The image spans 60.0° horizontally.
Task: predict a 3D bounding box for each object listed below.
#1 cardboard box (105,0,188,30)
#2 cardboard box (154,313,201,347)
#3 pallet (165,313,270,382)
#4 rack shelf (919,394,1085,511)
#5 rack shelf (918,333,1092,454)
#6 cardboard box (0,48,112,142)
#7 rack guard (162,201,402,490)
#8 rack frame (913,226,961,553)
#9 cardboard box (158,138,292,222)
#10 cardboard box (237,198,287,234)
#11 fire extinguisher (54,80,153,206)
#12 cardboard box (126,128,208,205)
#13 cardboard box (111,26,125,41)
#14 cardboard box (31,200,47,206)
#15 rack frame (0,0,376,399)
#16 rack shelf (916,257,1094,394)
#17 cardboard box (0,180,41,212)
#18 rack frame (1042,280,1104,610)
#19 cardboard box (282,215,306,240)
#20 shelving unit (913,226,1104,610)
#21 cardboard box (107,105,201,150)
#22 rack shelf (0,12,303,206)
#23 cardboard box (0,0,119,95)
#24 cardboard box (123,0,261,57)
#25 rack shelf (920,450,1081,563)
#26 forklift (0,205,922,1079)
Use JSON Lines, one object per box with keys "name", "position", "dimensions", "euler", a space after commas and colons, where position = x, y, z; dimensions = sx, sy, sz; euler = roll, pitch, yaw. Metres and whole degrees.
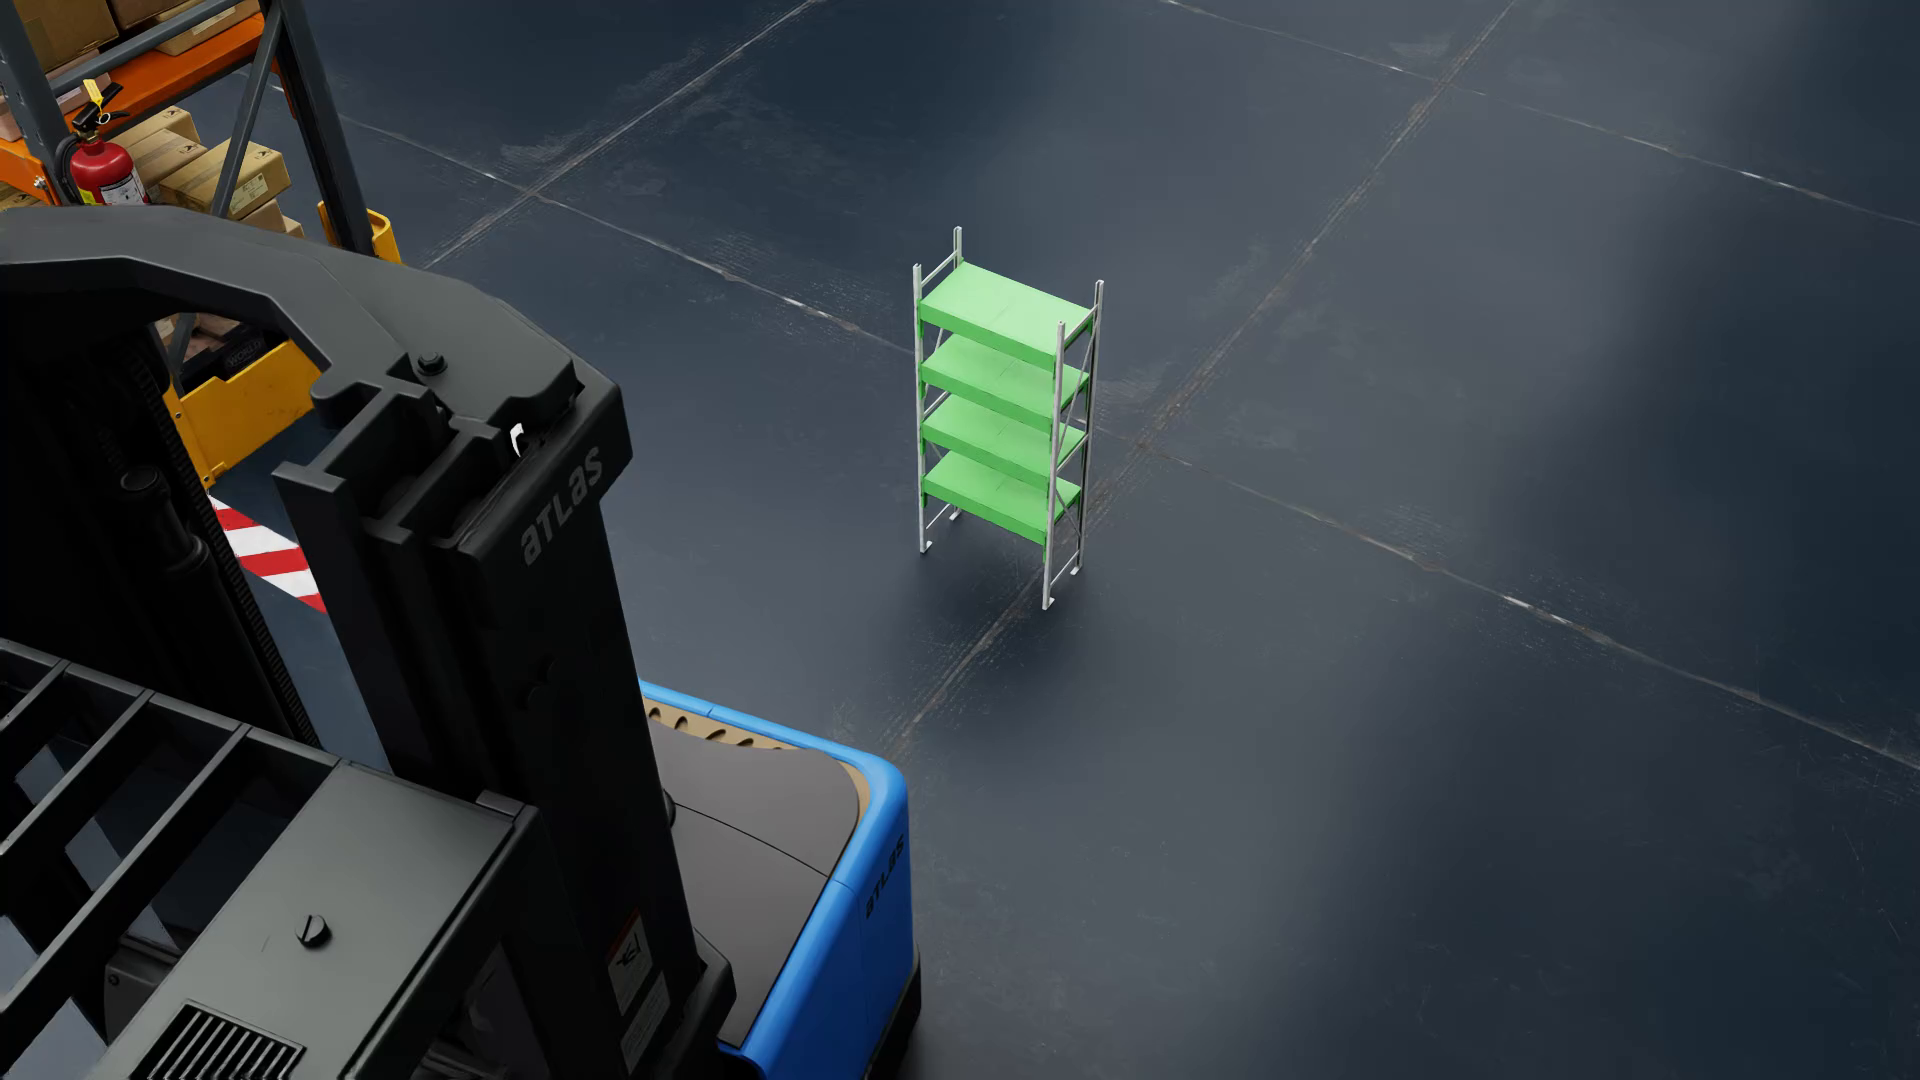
{"name": "cardboard box", "position": [-2.724, -2.045, 5.368], "dimensions": [0.500, 0.500, 0.500], "euler": [27, 52, 24]}
{"name": "cardboard box", "position": [-3.051, -0.797, 6.128], "dimensions": [0.250, 0.149, 0.380], "euler": [26, 51, 23]}
{"name": "pallet", "position": [-3.224, -0.959, 6.535], "dimensions": [1.213, 0.211, 1.003], "euler": [25, 51, 22]}
{"name": "rack shelf", "position": [0.139, -0.310, 5.303], "dimensions": [0.480, 0.148, 0.258], "euler": [25, 51, 22]}
{"name": "rack shelf", "position": [0.139, -0.477, 5.131], "dimensions": [0.480, 0.148, 0.258], "euler": [25, 51, 22]}
{"name": "cardboard box", "position": [-2.922, -1.434, 5.227], "dimensions": [0.250, 0.149, 0.380], "euler": [25, 51, 22]}
{"name": "rack guard", "position": [-2.559, -0.724, 6.105], "dimensions": [0.348, 0.500, 1.175], "euler": [25, 51, 22]}
{"name": "rack frame", "position": [-0.066, -0.449, 5.349], "dimensions": [0.015, 1.200, 0.240], "euler": [25, 51, 22]}
{"name": "cardboard box", "position": [-2.753, -1.334, 6.235], "dimensions": [0.250, 0.149, 0.380], "euler": [23, 50, 20]}
{"name": "cardboard box", "position": [-2.797, -1.180, 6.293], "dimensions": [0.250, 0.149, 0.380], "euler": [27, 52, 24]}
{"name": "fire extinguisher", "position": [-2.532, -1.033, 4.976], "dimensions": [0.183, 0.674, 0.296], "euler": [25, 51, 22]}
{"name": "cardboard box", "position": [-3.050, -1.368, 6.268], "dimensions": [0.250, 0.149, 0.380], "euler": [26, 51, 23]}
{"name": "cardboard box", "position": [-2.827, -1.875, 5.656], "dimensions": [0.250, 0.149, 0.380], "euler": [26, 51, 23]}
{"name": "cardboard box", "position": [-3.258, -1.110, 6.017], "dimensions": [0.250, 0.149, 0.380], "euler": [26, 51, 23]}
{"name": "rack frame", "position": [-2.495, -1.566, 5.180], "dimensions": [0.127, 3.000, 1.000], "euler": [25, 51, 22]}
{"name": "rack shelf", "position": [0.139, -0.644, 4.959], "dimensions": [0.480, 0.148, 0.258], "euler": [25, 51, 22]}
{"name": "cardboard box", "position": [-3.545, -1.133, 6.040], "dimensions": [0.250, 0.149, 0.380], "euler": [24, 50, 21]}
{"name": "rack frame", "position": [0.345, -0.260, 5.166], "dimensions": [0.015, 1.200, 0.240], "euler": [25, 51, 22]}
{"name": "cardboard box", "position": [-2.763, -1.115, 6.437], "dimensions": [0.250, 0.149, 0.380], "euler": [26, 51, 23]}
{"name": "shelving unit", "position": [0.139, -0.354, 5.257], "dimensions": [0.503, 1.200, 0.258], "euler": [25, 51, 22]}
{"name": "cardboard box", "position": [-3.193, -1.543, 6.438], "dimensions": [0.250, 0.149, 0.380], "euler": [25, 51, 22]}
{"name": "rack shelf", "position": [-4.179, -2.089, 6.190], "dimensions": [4.000, 0.370, 1.077], "euler": [25, 51, 22]}
{"name": "cardboard box", "position": [-3.012, -1.723, 5.056], "dimensions": [0.500, 0.500, 0.500], "euler": [26, 51, 23]}
{"name": "cardboard box", "position": [-2.591, -1.802, 5.584], "dimensions": [0.250, 0.149, 0.380], "euler": [24, 51, 22]}
{"name": "rack shelf", "position": [0.139, -0.142, 5.475], "dimensions": [0.480, 0.148, 0.258], "euler": [25, 51, 22]}
{"name": "forklift", "position": [-1.114, 1.096, 2.641], "dimensions": [1.130, 2.935, 3.031], "euler": [16, 48, 15]}
